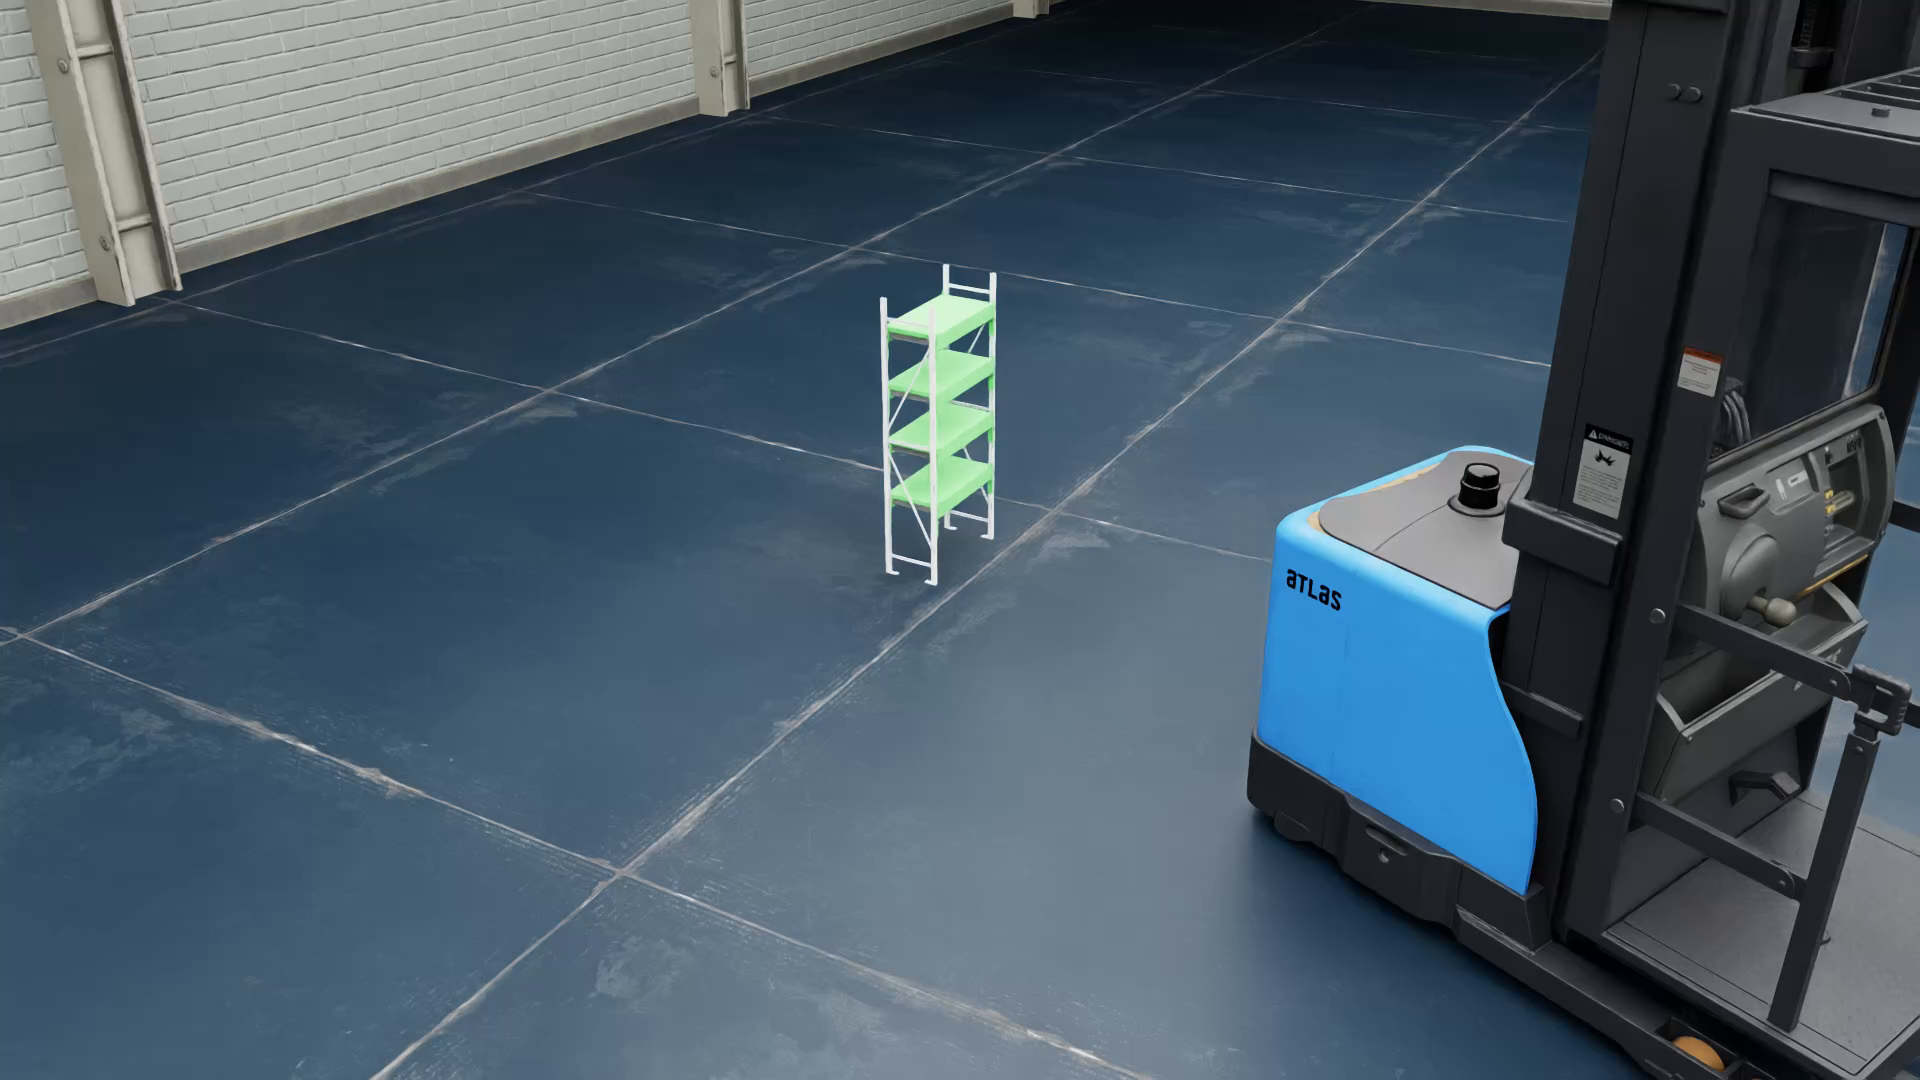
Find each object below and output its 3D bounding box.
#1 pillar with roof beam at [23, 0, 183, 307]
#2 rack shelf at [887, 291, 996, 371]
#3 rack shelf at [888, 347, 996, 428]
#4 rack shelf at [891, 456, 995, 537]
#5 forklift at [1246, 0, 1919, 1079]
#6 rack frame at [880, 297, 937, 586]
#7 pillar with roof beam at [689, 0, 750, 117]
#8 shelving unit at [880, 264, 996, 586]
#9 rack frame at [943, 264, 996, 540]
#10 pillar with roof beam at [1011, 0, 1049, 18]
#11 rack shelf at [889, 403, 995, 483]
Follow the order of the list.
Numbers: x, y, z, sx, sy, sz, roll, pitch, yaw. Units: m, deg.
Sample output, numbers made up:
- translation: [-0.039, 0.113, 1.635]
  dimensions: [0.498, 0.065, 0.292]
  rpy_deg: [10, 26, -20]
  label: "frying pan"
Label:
- translation: [-1.329, -4.600, 6.386]
  dimensions: [9.100, 9.000, 0.400]
  rpy_deg: [14, 30, 26]
  label: "pillar with roof beam"
- translation: [-0.081, -0.844, 6.666]
  dimensions: [0.258, 0.148, 0.480]
  rpy_deg: [14, 30, 26]
  label: "rack shelf"
- translation: [-0.081, -0.629, 6.774]
  dimensions: [0.258, 0.148, 0.480]
  rpy_deg: [14, 30, 26]
  label: "rack shelf"
- translation: [-0.081, -0.200, 6.989]
  dimensions: [0.258, 0.148, 0.480]
  rpy_deg: [14, 30, 26]
  label: "rack shelf"
- translation: [2.238, -0.031, 4.037]
  dimensions: [1.130, 2.935, 3.031]
  rpy_deg: [-19, 32, -33]
  label: "forklift"
- translation: [-0.201, -0.377, 6.663]
  dimensions: [0.240, 1.200, 0.015]
  rpy_deg: [14, 30, 26]
  label: "rack frame"
- translation: [1.623, -6.938, 11.058]
  dimensions: [9.100, 9.000, 0.400]
  rpy_deg: [14, 30, 26]
  label: "pillar with roof beam"
- translation: [-0.081, -0.472, 6.853]
  dimensions: [0.258, 1.200, 0.503]
  rpy_deg: [14, 30, 26]
  label: "shelving unit"
- translation: [0.039, -0.567, 7.043]
  dimensions: [0.240, 1.200, 0.015]
  rpy_deg: [14, 30, 26]
  label: "rack frame"
- translation: [4.574, -9.277, 15.729]
  dimensions: [9.100, 9.000, 0.400]
  rpy_deg: [14, 30, 26]
  label: "pillar with roof beam"
- translation: [-0.081, -0.415, 6.881]
  dimensions: [0.258, 0.148, 0.480]
  rpy_deg: [14, 30, 26]
  label: "rack shelf"
